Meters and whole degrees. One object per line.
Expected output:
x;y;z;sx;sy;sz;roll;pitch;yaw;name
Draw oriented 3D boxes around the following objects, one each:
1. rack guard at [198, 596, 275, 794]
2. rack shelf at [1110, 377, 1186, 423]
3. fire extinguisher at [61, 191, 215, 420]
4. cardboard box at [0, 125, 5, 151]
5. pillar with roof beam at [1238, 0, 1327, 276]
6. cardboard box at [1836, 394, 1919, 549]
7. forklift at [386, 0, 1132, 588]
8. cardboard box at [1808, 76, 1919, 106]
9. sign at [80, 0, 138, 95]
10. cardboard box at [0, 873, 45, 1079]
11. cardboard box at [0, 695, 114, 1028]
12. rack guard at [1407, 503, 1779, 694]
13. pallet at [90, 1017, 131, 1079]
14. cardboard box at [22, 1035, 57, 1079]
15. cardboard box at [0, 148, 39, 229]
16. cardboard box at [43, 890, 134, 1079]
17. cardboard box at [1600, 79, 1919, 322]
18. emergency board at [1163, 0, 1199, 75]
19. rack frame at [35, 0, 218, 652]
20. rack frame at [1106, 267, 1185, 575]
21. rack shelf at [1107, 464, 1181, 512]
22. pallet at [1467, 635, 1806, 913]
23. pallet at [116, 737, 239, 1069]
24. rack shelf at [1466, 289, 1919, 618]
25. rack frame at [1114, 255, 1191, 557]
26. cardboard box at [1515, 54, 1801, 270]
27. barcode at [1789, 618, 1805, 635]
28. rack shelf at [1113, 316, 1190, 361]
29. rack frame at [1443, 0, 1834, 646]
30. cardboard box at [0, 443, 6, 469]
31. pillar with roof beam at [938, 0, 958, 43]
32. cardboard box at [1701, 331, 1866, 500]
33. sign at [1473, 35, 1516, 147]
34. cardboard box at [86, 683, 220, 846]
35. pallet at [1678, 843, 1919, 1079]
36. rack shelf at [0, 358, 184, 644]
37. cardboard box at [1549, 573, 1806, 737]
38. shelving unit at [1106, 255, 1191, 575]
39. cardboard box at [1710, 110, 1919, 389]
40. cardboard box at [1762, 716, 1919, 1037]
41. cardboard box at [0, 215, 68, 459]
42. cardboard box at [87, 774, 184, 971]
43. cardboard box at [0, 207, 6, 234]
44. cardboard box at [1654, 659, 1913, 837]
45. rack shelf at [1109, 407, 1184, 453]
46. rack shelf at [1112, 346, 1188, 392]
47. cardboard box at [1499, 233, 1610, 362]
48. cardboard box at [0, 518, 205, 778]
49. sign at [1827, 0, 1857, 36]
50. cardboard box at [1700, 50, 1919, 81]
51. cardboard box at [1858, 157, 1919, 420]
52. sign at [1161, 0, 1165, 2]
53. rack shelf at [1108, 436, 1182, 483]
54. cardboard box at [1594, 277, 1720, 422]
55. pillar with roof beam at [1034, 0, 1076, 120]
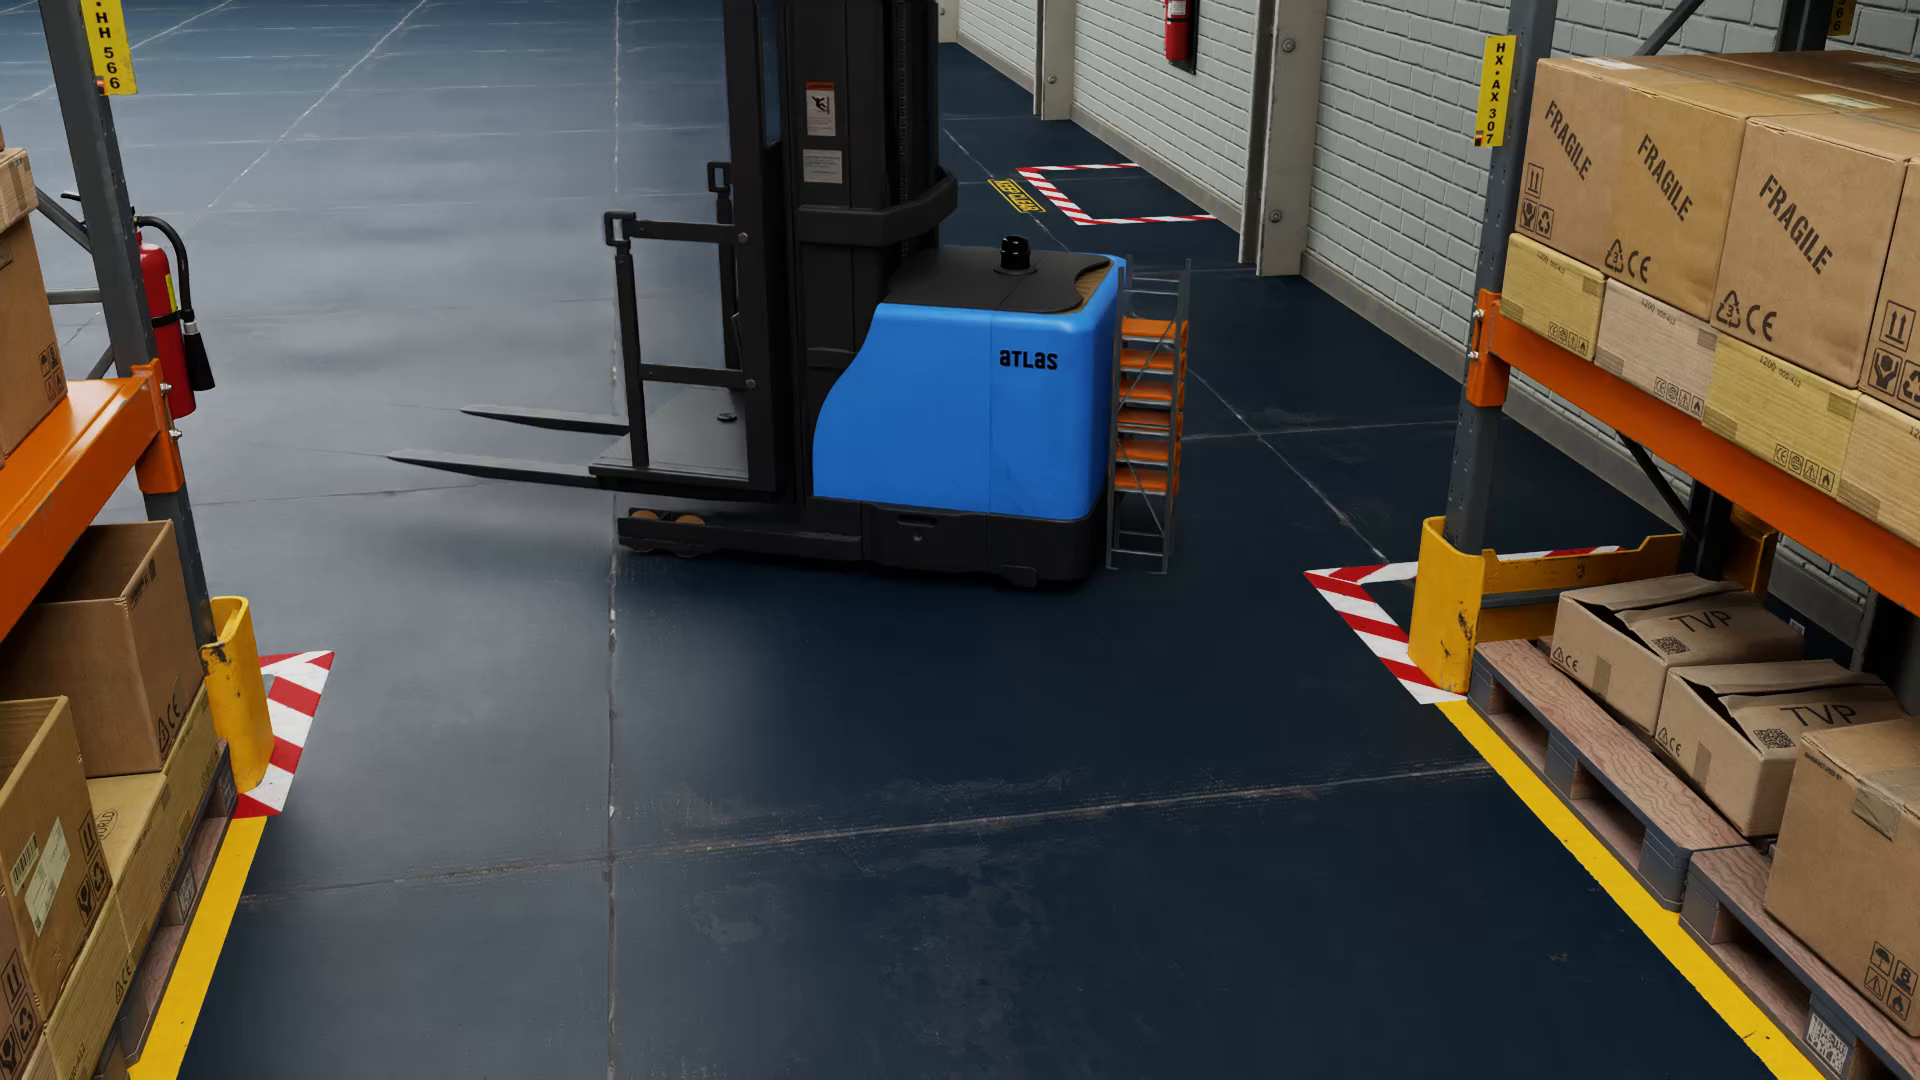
-2.722;0.508;4.963;1.175;0.500;0.348;-4;24;-10;rack guard
0.711;-0.531;6.276;0.258;0.103;0.180;6;24;13;rack shelf
-2.283;-0.674;4.642;0.296;0.674;0.183;-4;24;-10;fire extinguisher
-2.634;-1.063;3.691;0.700;0.500;0.500;-4;24;-10;cardboard box
-2.211;-5.576;8.273;9.100;9.000;0.400;-4;24;-10;pillar with roof beam
2.218;-0.118;3.436;0.500;0.250;0.500;-4;24;-9;cardboard box
-0.870;-1.469;6.451;3.031;2.935;1.130;6;24;13;forklift
2.529;-0.912;4.316;0.500;0.500;0.500;-4;24;-9;cardboard box
-2.182;-1.302;4.241;0.100;0.325;0.005;-4;24;-10;sign
-2.036;0.873;2.976;0.500;0.500;0.500;-4;24;-10;cardboard box
-2.127;0.677;3.427;0.500;0.500;0.500;-4;24;-10;cardboard box
2.164;0.179;5.716;1.175;0.500;0.348;-4;24;-10;rack guard
-2.313;1.426;3.221;1.003;0.211;1.213;-4;24;-10;pallet
-2.039;1.217;3.126;0.500;0.250;0.500;-4;24;-10;cardboard box
-2.460;-0.835;3.979;0.380;0.149;0.250;-5;24;-11;cardboard box
-2.130;1.021;3.576;0.500;0.250;0.500;-4;24;-10;cardboard box
2.024;-0.875;4.232;0.500;0.500;0.500;-4;24;-10;cardboard box
1.600;-4.120;12.436;0.194;1.169;0.643;-4;24;-10;emergency board
-2.718;-0.628;4.441;1.000;3.000;0.127;-4;24;-10;rack frame
0.687;-0.426;6.225;0.240;1.200;0.006;6;24;13;rack frame
0.709;-0.201;6.420;0.258;0.103;0.180;6;24;13;rack shelf
2.279;0.633;5.036;1.003;0.211;1.213;-4;24;-10;pallet
-2.535;0.947;4.318;1.003;0.211;1.213;-4;24;-10;pallet
2.520;0.120;3.627;1.077;0.370;4.000;-4;24;-10;rack shelf
0.733;-0.497;6.387;0.240;1.200;0.006;6;24;13;rack frame
1.943;-1.071;4.679;0.500;0.500;0.500;-4;24;-10;cardboard box
2.586;0.286;5.145;0.001;0.075;0.075;-4;24;-10;barcode
0.712;-0.751;6.180;0.258;0.103;0.180;6;24;13;rack shelf
2.150;-0.997;5.284;1.000;3.000;0.127;-4;24;-10;rack frame
-2.542;-0.283;3.526;0.700;0.500;0.500;-4;24;-8;cardboard box
-4.430;-10.296;19.081;9.100;9.000;0.400;-4;24;-10;pillar with roof beam
2.126;-0.317;3.892;0.500;0.250;0.500;-5;24;-11;cardboard box
1.617;-1.353;5.019;0.100;0.325;0.005;-4;24;-10;sign
-2.328;0.628;4.474;0.500;0.250;0.500;-4;24;-10;cardboard box
2.502;1.112;3.939;1.003;0.211;1.213;-4;24;-10;pallet
-2.348;0.488;2.784;1.077;0.370;4.000;-4;24;-10;rack shelf
2.189;0.313;5.096;0.500;0.311;0.500;-7;25;-16;cardboard box
0.710;-0.462;6.306;0.258;1.200;0.189;6;24;13;shelving unit
2.114;-0.672;3.766;0.500;0.500;0.500;-5;24;-11;cardboard box
2.381;0.743;3.875;0.700;0.500;0.500;-6;24;-13;cardboard box
-2.644;-0.490;3.998;0.700;0.500;0.500;-4;24;-10;cardboard box
-2.224;0.824;4.026;0.500;0.250;0.500;-4;24;-10;cardboard box
-2.410;-0.732;3.744;0.380;0.149;0.250;-4;24;-8;cardboard box
2.295;0.537;4.582;0.500;0.311;0.500;-2;24;-5;cardboard box
0.710;-0.421;6.324;0.258;0.103;0.180;6;24;13;rack shelf
0.711;-0.641;6.228;0.258;0.103;0.180;6;24;13;rack shelf
1.928;-0.721;4.817;0.500;0.250;0.500;-5;24;-11;cardboard box
-2.326;0.284;4.325;0.500;0.500;0.500;-4;24;-10;cardboard box
2.699;-1.705;5.065;0.100;0.325;0.005;-4;24;-10;sign
2.446;-1.111;4.771;0.500;0.500;0.500;-5;24;-10;cardboard box
2.221;-0.470;3.303;0.500;0.500;0.500;-4;24;-8;cardboard box
1.600;-4.362;12.944;0.001;0.329;0.234;-4;24;-10;sign
0.710;-0.311;6.372;0.258;0.103;0.180;6;24;13;rack shelf
2.038;-0.518;4.351;0.500;0.250;0.500;-5;24;-11;cardboard box
-3.320;-7.936;13.677;9.100;9.000;0.400;-4;24;-10;pillar with roof beam
